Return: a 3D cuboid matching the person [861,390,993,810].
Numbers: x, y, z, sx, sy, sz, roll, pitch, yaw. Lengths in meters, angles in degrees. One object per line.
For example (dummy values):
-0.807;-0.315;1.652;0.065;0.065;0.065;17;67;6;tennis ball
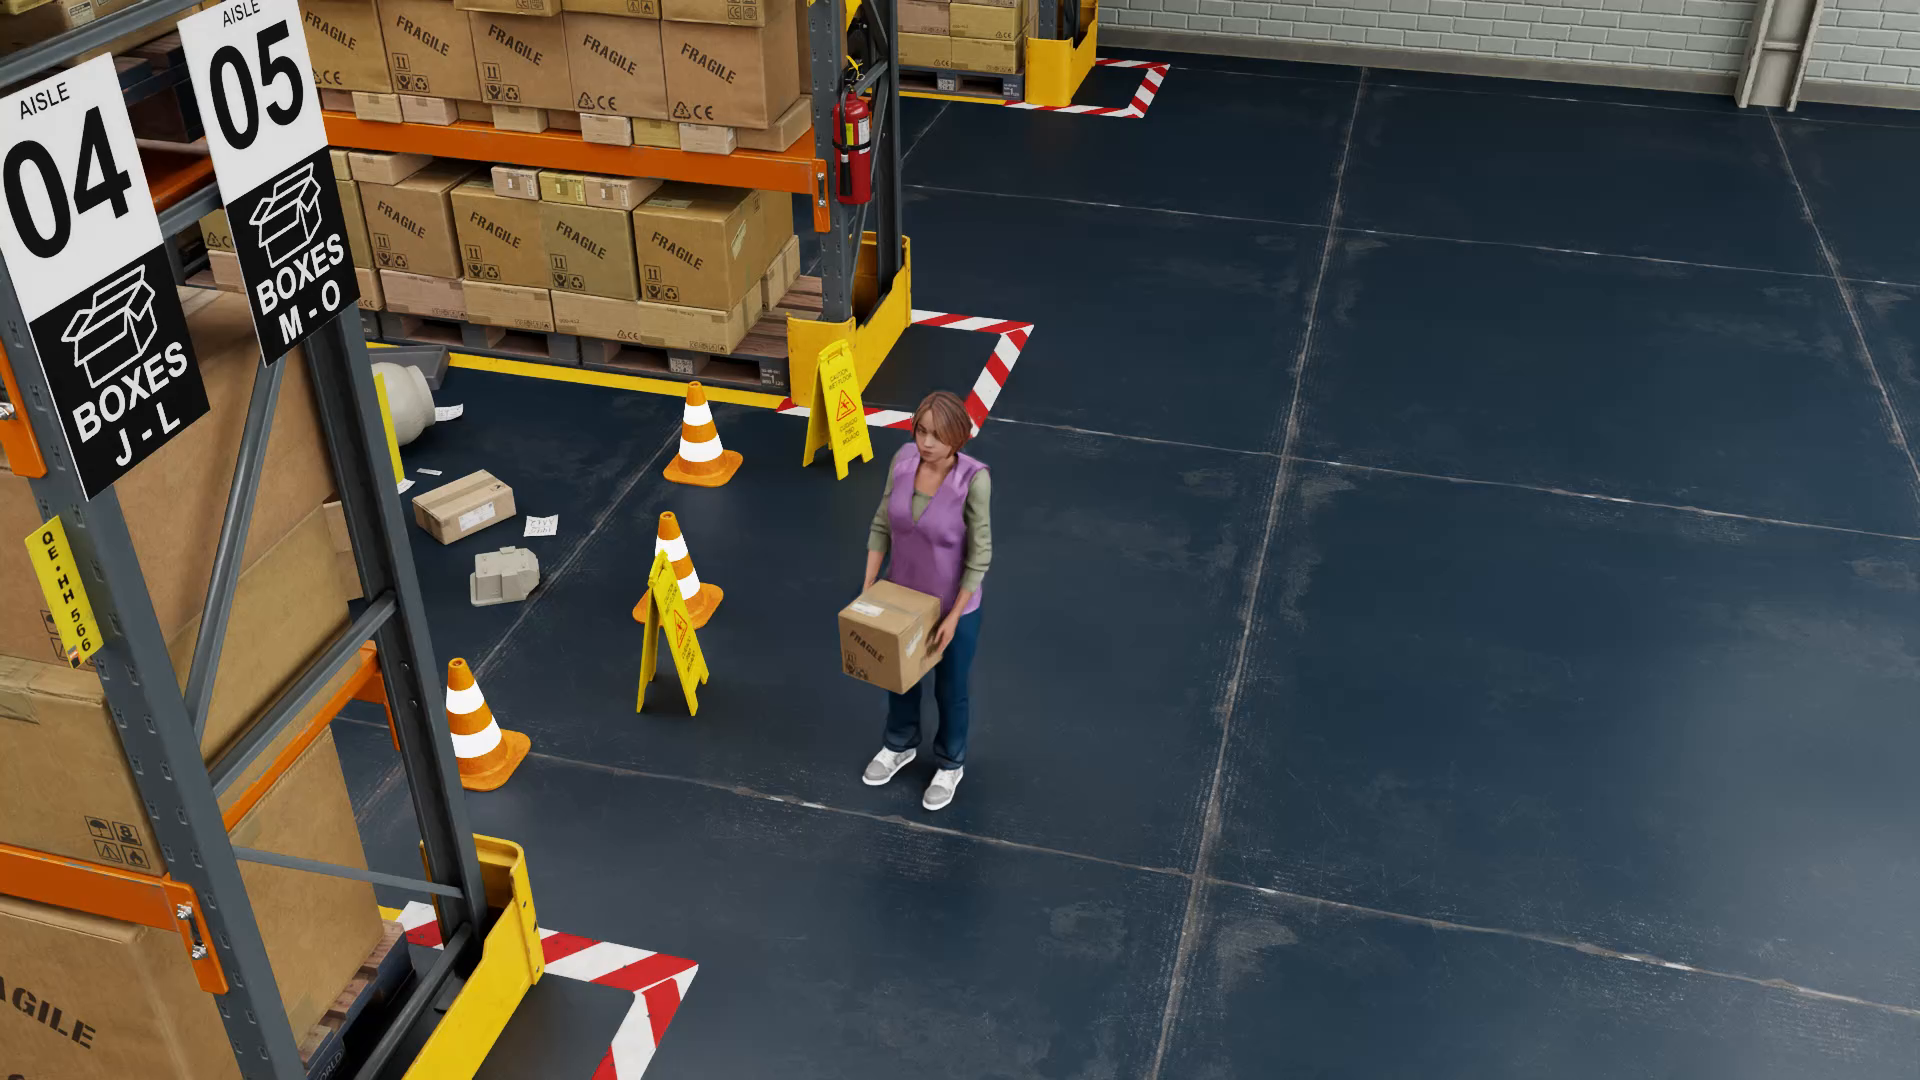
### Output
-0.114;0.232;5.790;0.455;1.601;0.417;16;37;23;person
